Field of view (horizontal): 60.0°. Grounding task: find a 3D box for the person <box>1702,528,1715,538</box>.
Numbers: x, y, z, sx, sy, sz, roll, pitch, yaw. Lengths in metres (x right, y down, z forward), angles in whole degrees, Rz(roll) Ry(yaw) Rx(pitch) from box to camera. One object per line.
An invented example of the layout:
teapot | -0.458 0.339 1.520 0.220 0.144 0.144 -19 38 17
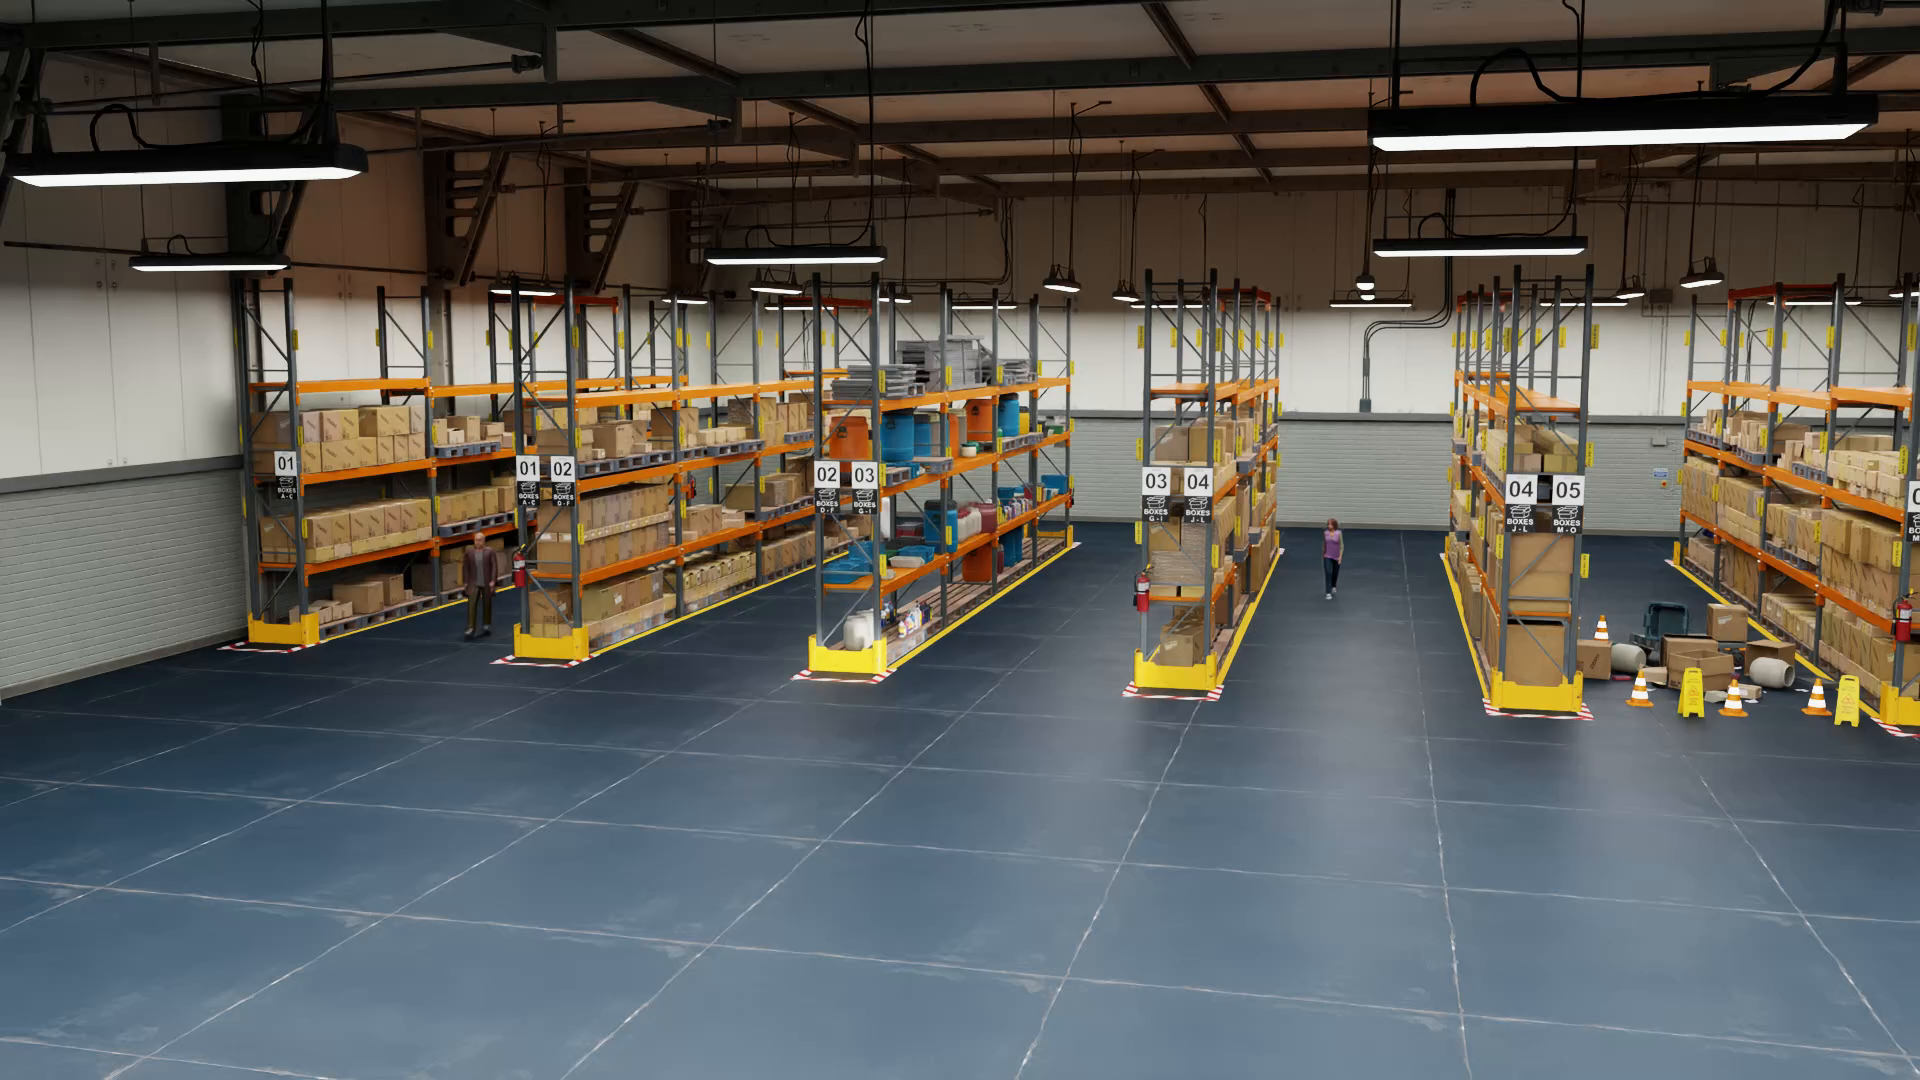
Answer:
person | 17.653 -0.476 38.827 0.496 1.624 0.506 1 7 8

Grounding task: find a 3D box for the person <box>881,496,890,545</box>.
person | -1.685 -0.290 36.830 0.562 1.779 0.626 -6 9 -39

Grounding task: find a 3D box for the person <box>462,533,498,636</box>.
person | -8.135 0.742 28.201 0.600 1.729 1.105 -2 7 -16

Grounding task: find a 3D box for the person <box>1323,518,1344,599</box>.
person | 7.259 0.339 32.346 0.383 1.540 0.972 1 7 8
